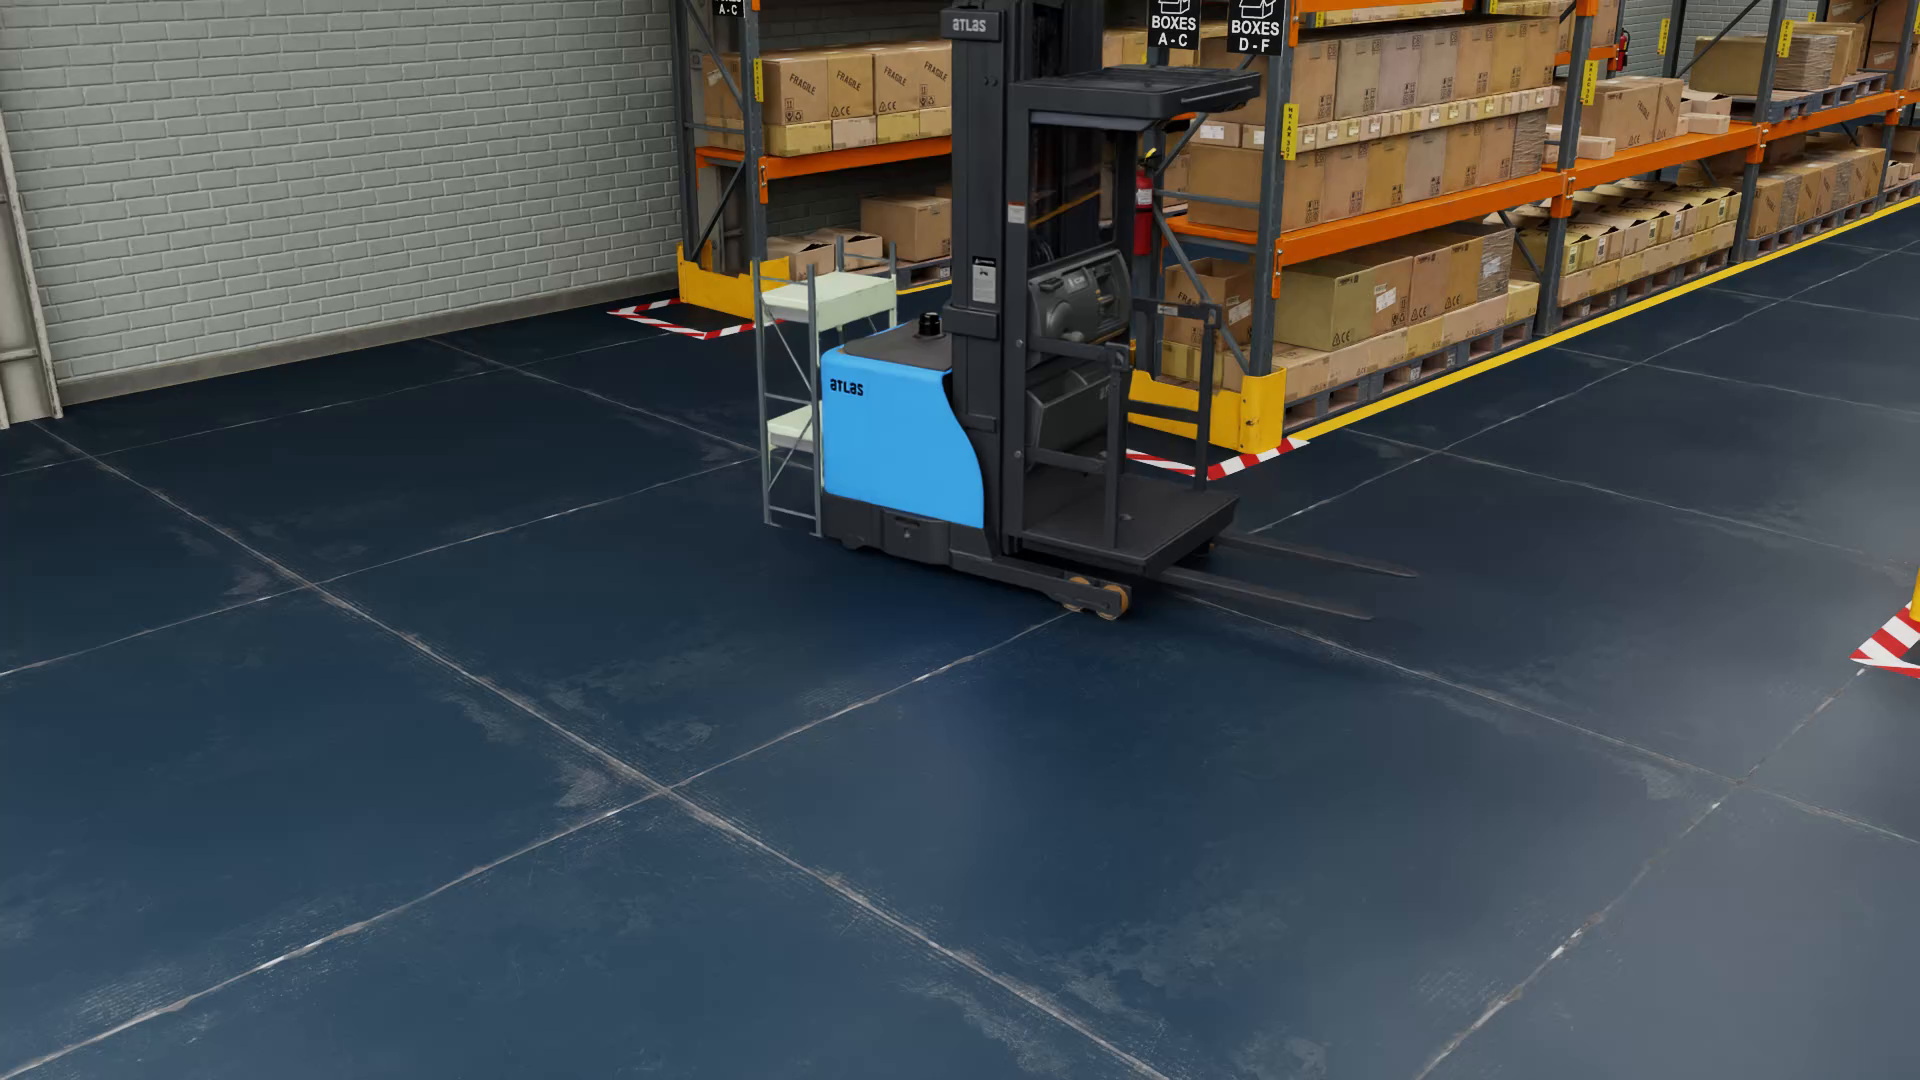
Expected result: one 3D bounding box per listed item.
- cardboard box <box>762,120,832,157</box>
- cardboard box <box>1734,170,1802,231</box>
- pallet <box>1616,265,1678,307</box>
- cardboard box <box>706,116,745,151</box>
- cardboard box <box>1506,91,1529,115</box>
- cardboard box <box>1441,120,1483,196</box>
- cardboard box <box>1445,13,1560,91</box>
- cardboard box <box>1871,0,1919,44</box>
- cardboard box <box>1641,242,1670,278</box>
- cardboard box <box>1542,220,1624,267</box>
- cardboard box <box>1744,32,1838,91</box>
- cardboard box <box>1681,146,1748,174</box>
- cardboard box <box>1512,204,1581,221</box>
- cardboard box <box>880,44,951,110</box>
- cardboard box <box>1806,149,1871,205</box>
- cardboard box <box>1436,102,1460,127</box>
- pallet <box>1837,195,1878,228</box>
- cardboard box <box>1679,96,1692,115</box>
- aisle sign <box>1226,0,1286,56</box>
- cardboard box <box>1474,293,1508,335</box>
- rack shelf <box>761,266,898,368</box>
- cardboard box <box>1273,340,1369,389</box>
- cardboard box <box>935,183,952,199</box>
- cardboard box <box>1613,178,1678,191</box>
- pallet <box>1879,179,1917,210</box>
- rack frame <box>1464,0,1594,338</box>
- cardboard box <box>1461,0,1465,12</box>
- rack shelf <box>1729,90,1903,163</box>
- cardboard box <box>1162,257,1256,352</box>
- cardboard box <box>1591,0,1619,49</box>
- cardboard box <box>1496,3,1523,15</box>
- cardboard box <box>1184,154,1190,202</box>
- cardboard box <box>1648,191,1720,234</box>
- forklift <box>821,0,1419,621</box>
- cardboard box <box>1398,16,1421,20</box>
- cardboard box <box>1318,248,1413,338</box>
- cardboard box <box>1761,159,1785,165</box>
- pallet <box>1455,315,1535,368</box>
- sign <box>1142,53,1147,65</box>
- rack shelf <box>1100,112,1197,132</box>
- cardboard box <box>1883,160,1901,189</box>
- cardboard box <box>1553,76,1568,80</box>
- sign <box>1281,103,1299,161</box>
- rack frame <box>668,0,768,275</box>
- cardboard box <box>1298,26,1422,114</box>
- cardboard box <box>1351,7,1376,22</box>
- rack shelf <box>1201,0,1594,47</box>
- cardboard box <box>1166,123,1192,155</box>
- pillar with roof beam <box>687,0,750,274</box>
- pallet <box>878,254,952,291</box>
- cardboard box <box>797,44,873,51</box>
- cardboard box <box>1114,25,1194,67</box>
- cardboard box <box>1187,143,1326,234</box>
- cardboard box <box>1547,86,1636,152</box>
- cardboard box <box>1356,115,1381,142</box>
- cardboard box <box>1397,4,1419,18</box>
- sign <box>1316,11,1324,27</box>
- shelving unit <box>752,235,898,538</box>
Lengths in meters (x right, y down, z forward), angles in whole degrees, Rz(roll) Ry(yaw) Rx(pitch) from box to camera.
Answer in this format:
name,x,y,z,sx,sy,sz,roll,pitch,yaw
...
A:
name,x,y,z,sx,sy,sz,roll,pitch,yaw
cardboard box,-1.417,-3.350,13.791,0.500,0.250,0.500,18,28,39
cardboard box,8.032,-3.403,16.617,0.500,0.500,0.500,18,27,39
pallet,5.695,-2.367,14.939,1.003,0.211,1.213,19,28,41
cardboard box,-1.797,-3.473,14.111,0.500,0.250,0.500,-20,28,-41
cardboard box,3.967,-3.249,12.304,0.380,0.149,0.250,18,28,39
cardboard box,3.337,-2.820,12.092,0.500,0.500,0.700,-20,28,-41
cardboard box,4.053,-3.691,12.549,0.700,0.500,0.500,19,28,41
cardboard box,10.469,-5.775,18.385,0.500,0.500,0.500,-19,28,-41
cardboard box,5.889,-2.504,14.656,0.500,0.250,0.500,-20,28,-41
cardboard box,5.177,-2.500,13.863,0.500,0.311,0.500,19,28,40
cardboard box,8.281,-4.803,16.664,0.500,0.500,0.700,-14,25,-32
cardboard box,7.669,-3.886,16.829,0.500,0.250,0.500,-19,28,-40
cardboard box,5.143,-2.768,14.560,0.500,0.311,0.500,19,28,40
cardboard box,-0.368,-4.093,14.679,0.500,0.500,0.500,-19,28,-40
cardboard box,9.449,-3.926,17.978,0.500,0.500,0.500,19,28,41
cardboard box,3.251,-2.985,11.617,0.250,0.149,0.380,-19,28,-40
pallet,9.398,-3.691,18.382,1.003,0.211,1.213,19,28,41
cardboard box,6.385,-3.960,15.320,0.500,0.311,0.500,19,28,40
aisle sign,1.741,-3.246,9.716,0.394,0.787,0.004,19,28,41
cardboard box,3.835,-1.767,12.738,0.500,0.250,0.500,19,28,41
rack shelf,-0.723,-1.229,9.094,0.431,0.370,0.720,13,25,31
cardboard box,2.447,-1.250,11.394,0.500,0.250,0.500,19,28,41
cardboard box,0.110,-3.155,15.973,0.500,0.500,0.500,17,27,37
cardboard box,6.572,-3.296,15.934,0.500,0.311,0.500,-19,28,-40
pallet,10.418,-4.085,19.410,1.003,0.211,1.213,19,28,41
rack frame,4.358,-3.154,13.100,1.000,3.000,0.127,19,28,41
cardboard box,6.244,-6.810,20.986,0.500,0.250,0.500,-19,28,-41
rack shelf,8.543,-4.361,17.242,1.077,0.370,4.000,19,28,41
cardboard box,1.728,-1.601,11.261,0.500,0.500,0.500,19,28,41
cardboard box,8.829,-7.484,23.948,0.700,0.700,0.980,-19,28,-40
cardboard box,6.777,-6.725,21.972,0.700,0.700,0.980,-20,28,-41
cardboard box,2.362,-4.024,18.233,0.700,0.500,0.500,19,28,40
cardboard box,6.601,-3.025,15.230,0.500,0.311,0.500,19,28,40
forklift,0.772,-1.198,8.106,3.031,2.935,1.130,13,25,31
cardboard box,5.195,-6.072,20.111,0.500,0.500,0.500,-19,28,-41
cardboard box,2.788,-1.732,11.601,0.500,0.500,0.500,19,28,41
cardboard box,8.355,-3.790,17.624,0.500,0.500,0.500,18,27,39
pallet,3.773,-1.659,13.096,1.003,0.211,1.213,19,28,41
sign,1.188,-2.917,10.538,0.100,0.325,0.005,19,28,41
rack shelf,2.201,-4.572,17.790,1.077,0.370,4.000,19,28,41
cardboard box,10.386,-4.215,18.994,0.500,0.311,0.500,19,28,41
cardboard box,8.704,-6.687,24.286,0.380,0.149,0.250,20,28,41
sign,1.961,-2.427,9.890,0.100,0.325,0.005,19,28,41
rack frame,-1.985,-3.365,13.649,1.000,3.000,0.127,19,28,41
cardboard box,2.653,-3.175,11.207,0.700,0.500,0.500,19,28,41
cardboard box,4.472,-6.157,19.285,0.500,0.250,0.500,19,28,40
rack shelf,2.962,-3.705,11.354,1.077,0.370,4.000,19,28,41
cardboard box,2.334,-4.348,18.031,0.500,0.250,0.500,19,28,40
pillar with roof beam,0.968,-5.484,10.800,9.100,9.000,0.400,19,28,41
pallet,-0.489,-2.595,15.532,1.003,0.211,1.213,19,28,41
cardboard box,-1.092,-4.090,14.670,0.500,0.500,0.500,18,28,39
cardboard box,2.017,-5.086,17.375,0.500,0.500,0.700,-16,26,-35
cardboard box,1.902,-2.290,10.711,0.700,0.500,0.500,19,28,41
cardboard box,5.273,-3.530,13.938,0.500,0.500,0.500,-18,27,-38
cardboard box,2.530,-2.719,10.925,0.380,0.149,0.250,19,28,40
cardboard box,5.170,-6.419,19.967,0.500,0.250,0.500,19,28,40
sign,3.992,-5.792,18.458,0.100,0.325,0.005,19,28,41
shelving unit,-0.723,-0.865,9.234,0.431,1.500,0.755,13,25,31
